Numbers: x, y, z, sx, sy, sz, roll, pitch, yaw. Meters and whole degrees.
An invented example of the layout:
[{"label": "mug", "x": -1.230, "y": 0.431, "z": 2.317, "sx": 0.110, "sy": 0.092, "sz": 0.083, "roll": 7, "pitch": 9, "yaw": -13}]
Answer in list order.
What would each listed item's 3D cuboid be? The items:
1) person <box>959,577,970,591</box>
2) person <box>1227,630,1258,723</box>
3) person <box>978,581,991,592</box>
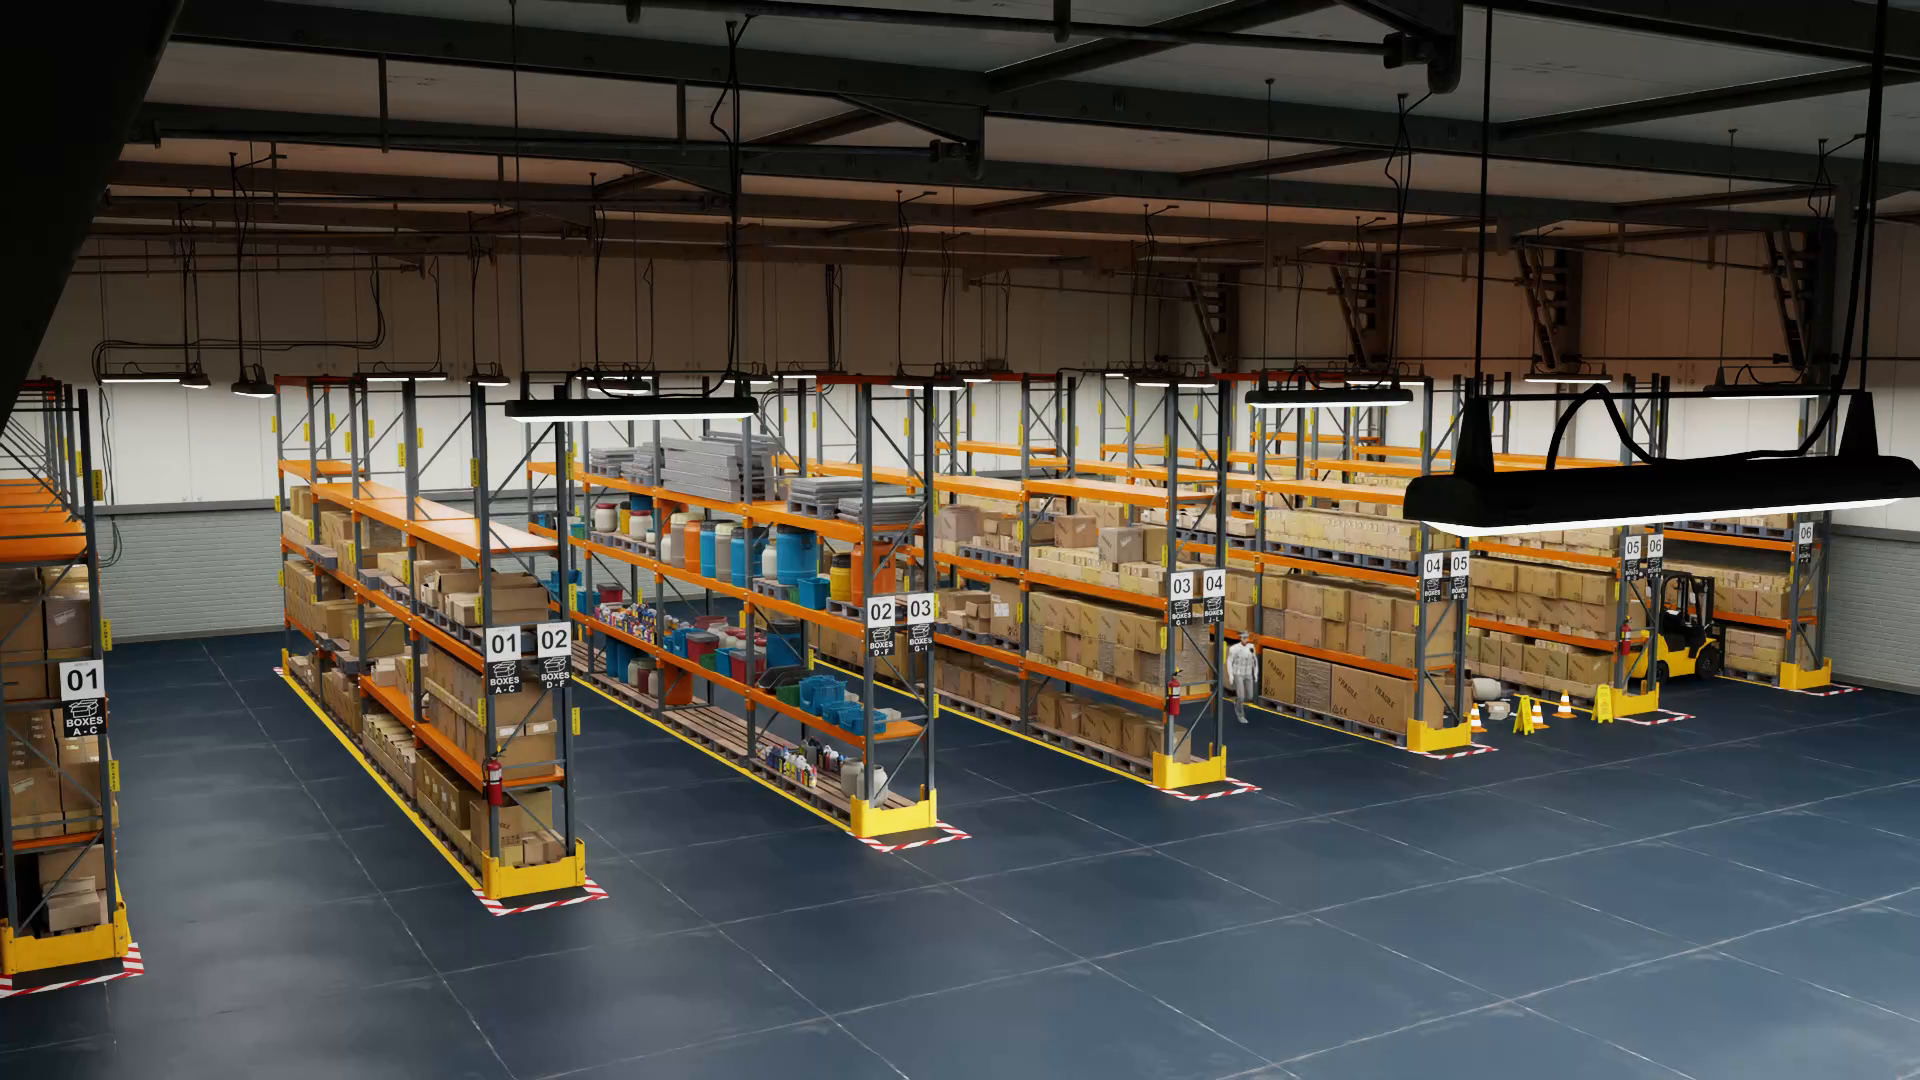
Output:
[{"label": "person", "x": 0.047, "y": 1.586, "z": 36.028, "sx": 0.496, "sy": 1.587, "sz": 1.034, "roll": -4, "pitch": 7, "yaw": -33}, {"label": "person", "x": 4.904, "y": 2.346, "z": 29.015, "sx": 0.550, "sy": 1.654, "sz": 0.564, "roll": -2, "pitch": 7, "yaw": -17}, {"label": "person", "x": 0.715, "y": 0.641, "z": 43.967, "sx": 0.584, "sy": 1.808, "sz": 0.499, "roll": 5, "pitch": 8, "yaw": 36}]
